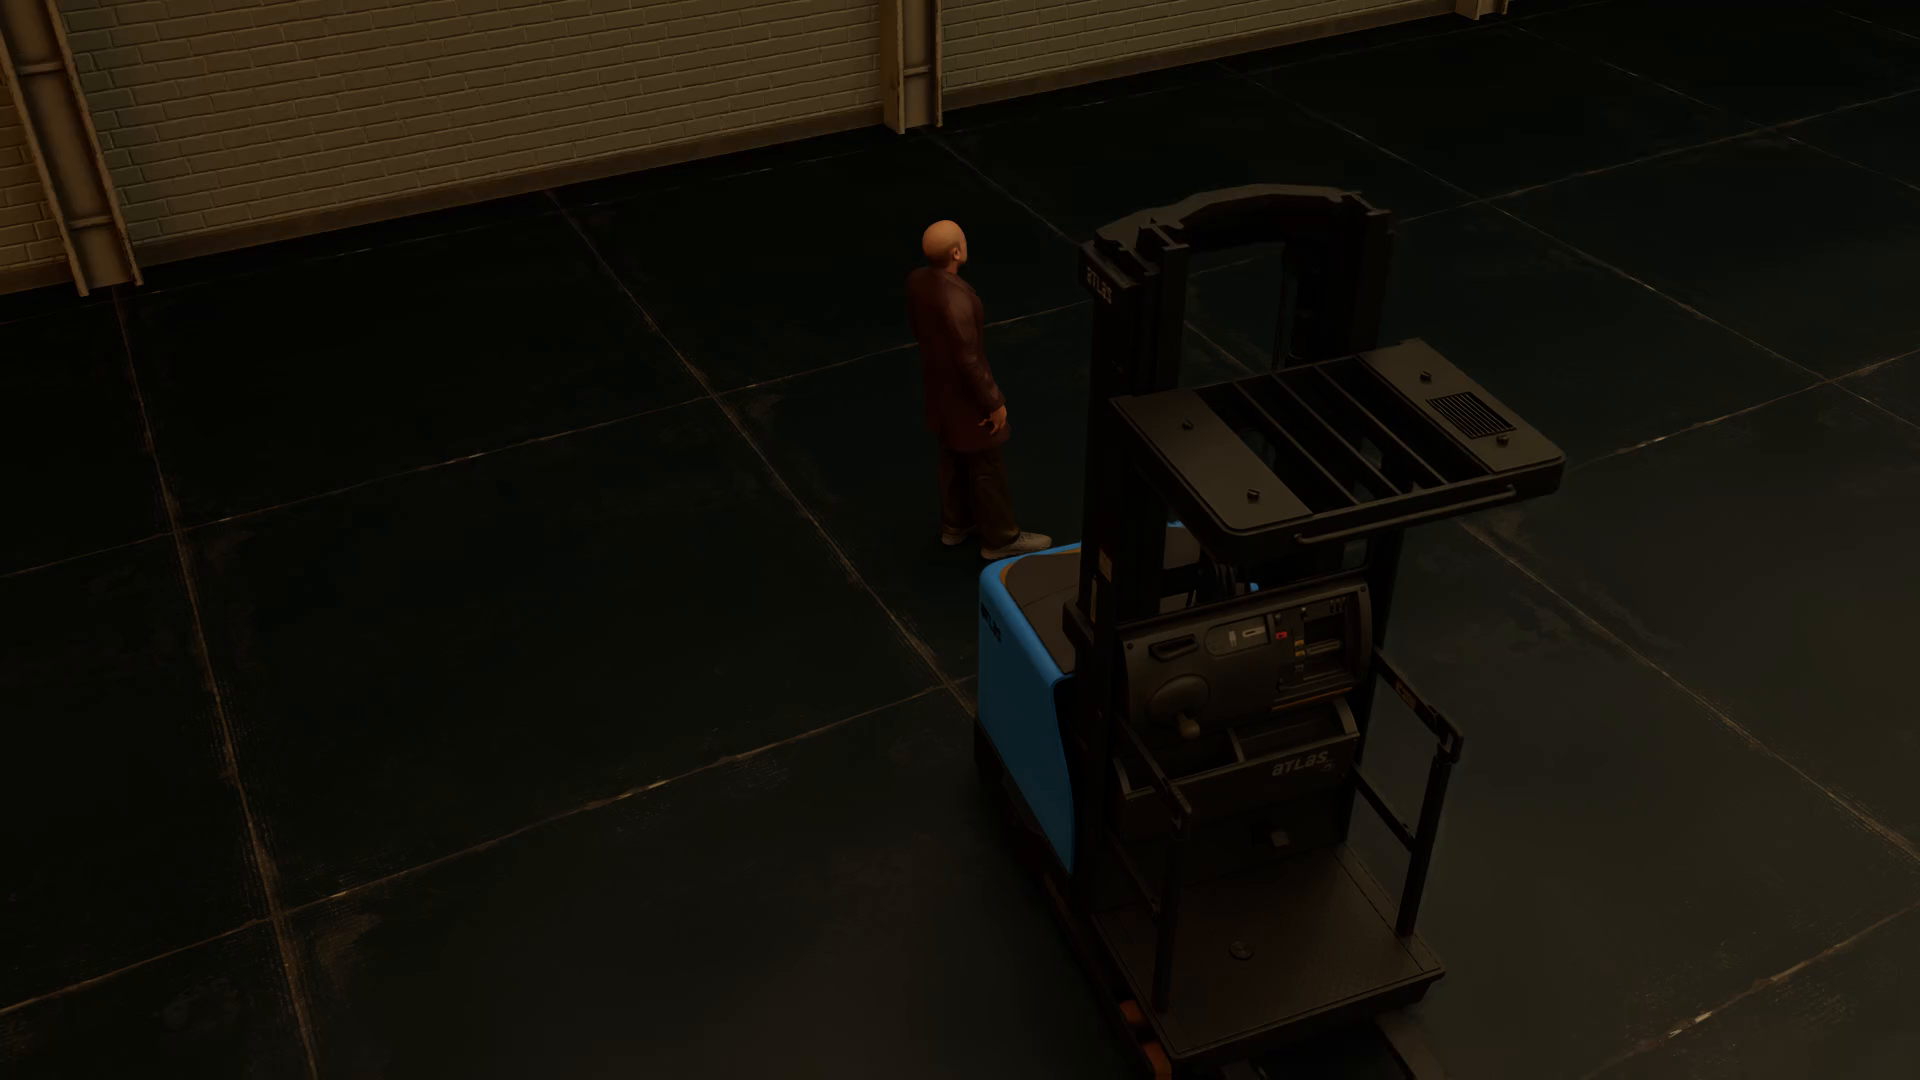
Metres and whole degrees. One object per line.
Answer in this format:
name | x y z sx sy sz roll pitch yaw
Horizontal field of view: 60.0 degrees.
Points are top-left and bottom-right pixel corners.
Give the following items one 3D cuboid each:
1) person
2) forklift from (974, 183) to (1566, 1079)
person | 0.086 -0.752 8.173 0.579 1.778 0.686 -17 39 -23
forklift | 1.055 0.472 5.456 1.130 2.935 3.031 -12 37 -17
